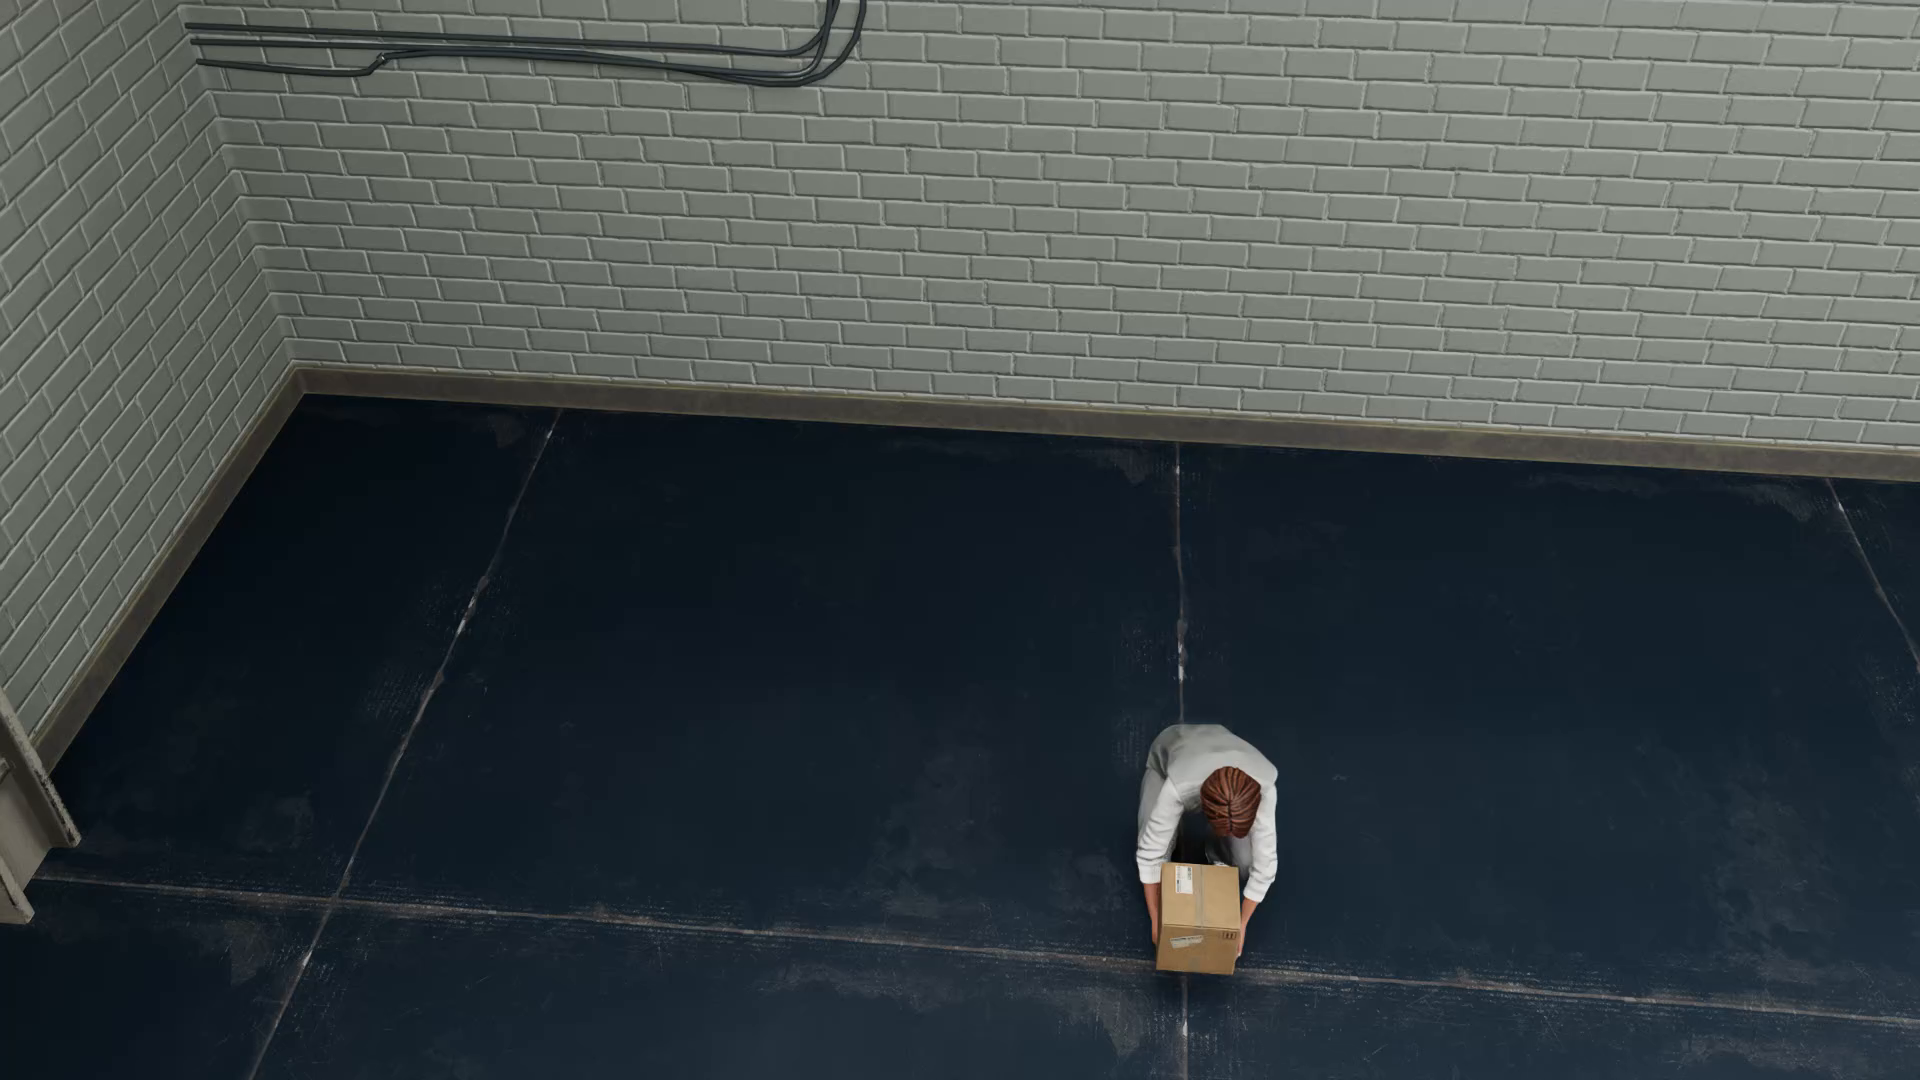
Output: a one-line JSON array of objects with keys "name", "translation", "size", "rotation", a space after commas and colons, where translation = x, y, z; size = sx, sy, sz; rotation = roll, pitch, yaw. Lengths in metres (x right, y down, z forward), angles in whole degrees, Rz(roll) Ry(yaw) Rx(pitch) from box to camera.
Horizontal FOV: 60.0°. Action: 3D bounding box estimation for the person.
[{"name": "person", "translation": [0.830, 0.937, 5.631], "size": [0.459, 0.876, 0.808], "rotation": [3, 41, 4]}]
